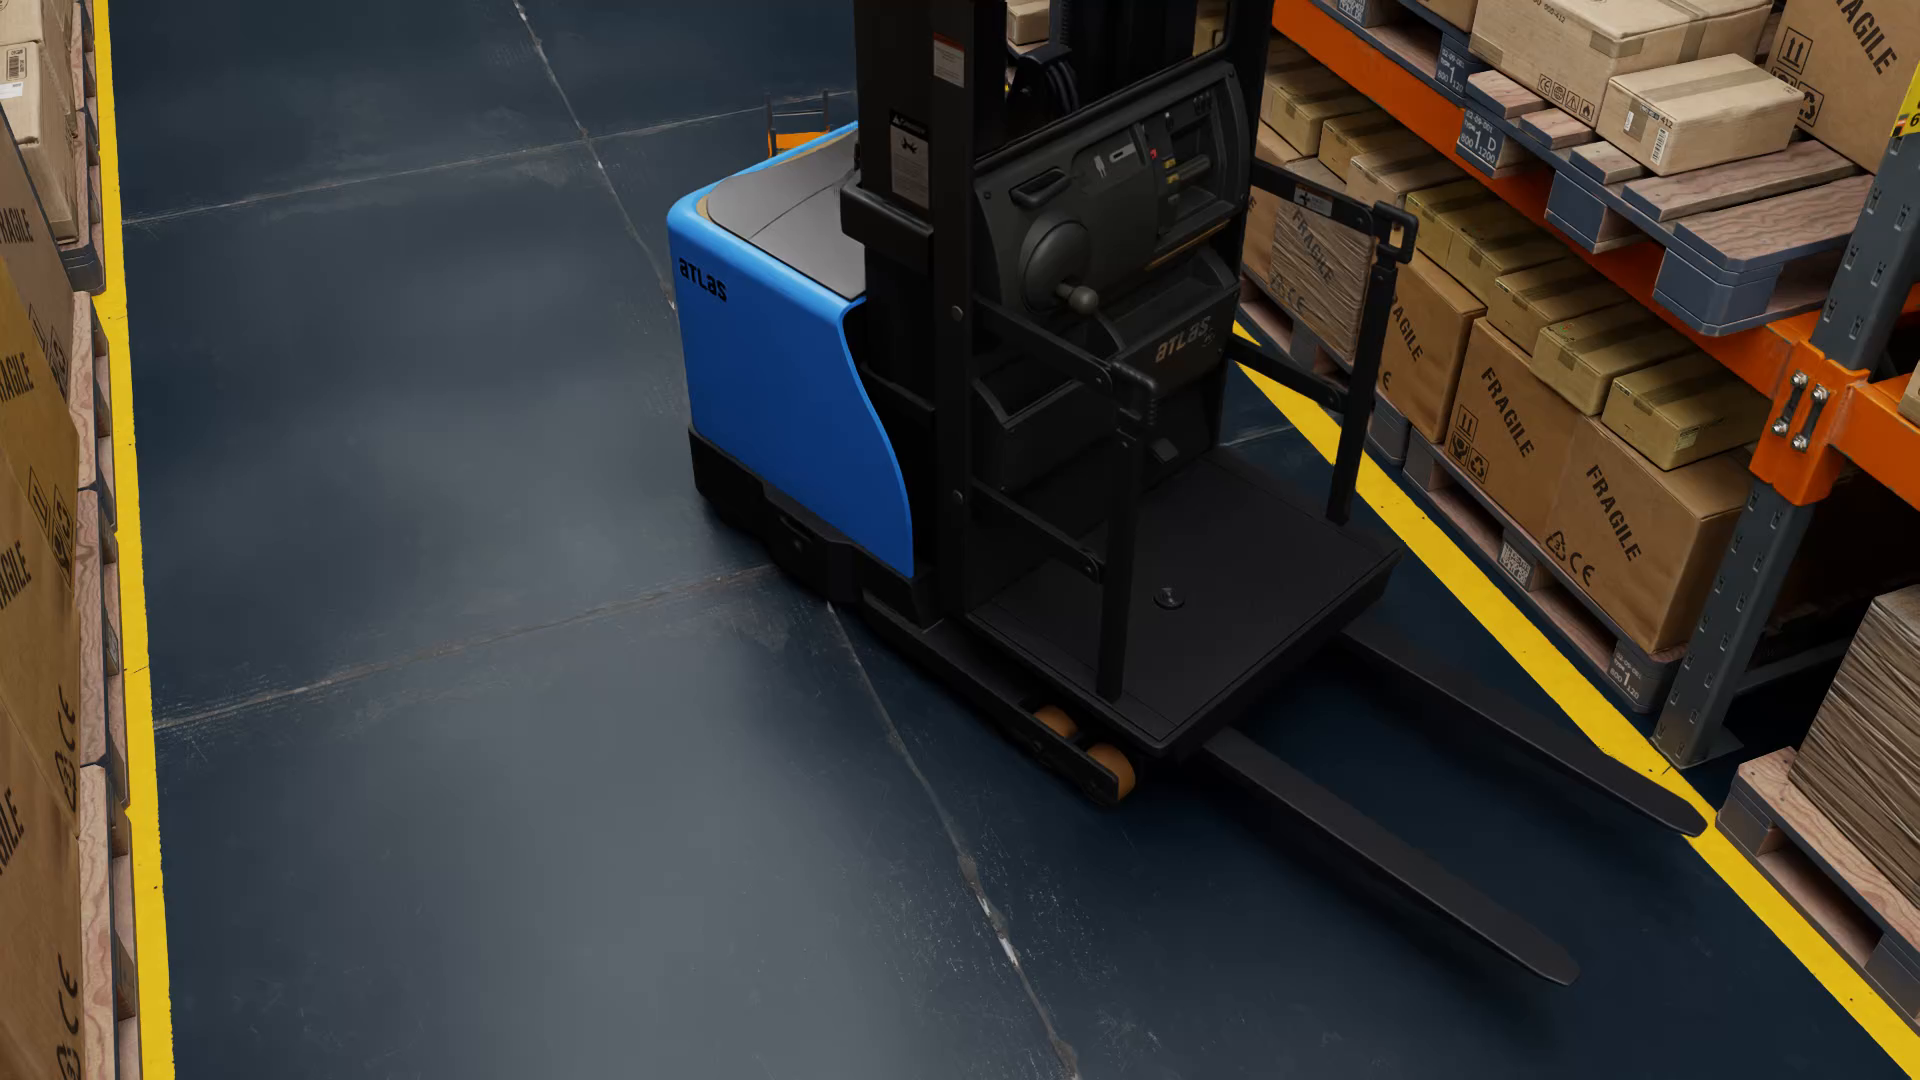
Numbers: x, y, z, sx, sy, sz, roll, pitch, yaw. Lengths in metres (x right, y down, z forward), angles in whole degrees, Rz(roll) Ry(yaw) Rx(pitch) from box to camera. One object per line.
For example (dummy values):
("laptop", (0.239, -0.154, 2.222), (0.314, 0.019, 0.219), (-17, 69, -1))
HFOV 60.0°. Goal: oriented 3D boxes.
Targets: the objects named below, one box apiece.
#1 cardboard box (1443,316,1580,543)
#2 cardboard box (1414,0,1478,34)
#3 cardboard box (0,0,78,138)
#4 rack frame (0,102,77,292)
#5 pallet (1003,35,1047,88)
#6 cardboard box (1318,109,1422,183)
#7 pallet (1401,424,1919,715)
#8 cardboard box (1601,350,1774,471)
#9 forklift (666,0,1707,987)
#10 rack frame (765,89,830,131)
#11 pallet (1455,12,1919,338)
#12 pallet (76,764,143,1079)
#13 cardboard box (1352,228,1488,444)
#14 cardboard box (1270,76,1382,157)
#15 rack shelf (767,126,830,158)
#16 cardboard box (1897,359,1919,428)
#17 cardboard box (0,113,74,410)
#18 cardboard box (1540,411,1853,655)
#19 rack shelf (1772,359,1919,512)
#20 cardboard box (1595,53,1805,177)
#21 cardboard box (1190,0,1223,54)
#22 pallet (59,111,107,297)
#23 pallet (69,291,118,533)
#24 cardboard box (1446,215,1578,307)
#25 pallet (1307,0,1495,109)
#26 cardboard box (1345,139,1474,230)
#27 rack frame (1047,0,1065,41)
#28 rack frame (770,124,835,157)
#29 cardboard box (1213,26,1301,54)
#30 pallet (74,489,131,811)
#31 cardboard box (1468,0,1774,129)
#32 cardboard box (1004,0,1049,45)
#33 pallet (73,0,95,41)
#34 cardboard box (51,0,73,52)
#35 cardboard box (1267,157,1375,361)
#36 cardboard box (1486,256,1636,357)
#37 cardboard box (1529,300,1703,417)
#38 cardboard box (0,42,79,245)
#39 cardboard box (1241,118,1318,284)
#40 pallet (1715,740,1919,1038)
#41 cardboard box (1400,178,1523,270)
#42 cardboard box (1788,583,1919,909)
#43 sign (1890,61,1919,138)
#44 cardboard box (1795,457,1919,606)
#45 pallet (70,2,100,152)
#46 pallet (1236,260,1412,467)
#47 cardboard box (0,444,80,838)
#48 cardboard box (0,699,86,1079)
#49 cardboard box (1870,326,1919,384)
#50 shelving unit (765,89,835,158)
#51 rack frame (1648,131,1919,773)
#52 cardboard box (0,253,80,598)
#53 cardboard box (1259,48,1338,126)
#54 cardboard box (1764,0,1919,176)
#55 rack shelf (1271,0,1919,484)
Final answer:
("cardboard box", (1.847, -0.383, 4.990), (0.500, 0.500, 0.500), (-16, 43, -17))
("cardboard box", (1.594, -1.802, 4.644), (0.797, 0.503, 0.637), (-16, 43, -18))
("cardboard box", (-4.210, -1.967, 6.880), (0.875, 0.438, 0.875), (-16, 43, -18))
("rack frame", (-3.725, -1.835, 5.084), (1.000, 3.000, 0.127), (-15, 43, -17))
("pallet", (0.597, -2.433, 7.917), (1.003, 0.211, 1.213), (-15, 43, -17))
("cardboard box", (1.438, -1.325, 5.587), (0.380, 0.149, 0.250), (-15, 43, -17))
("pallet", (2.139, -0.068, 5.168), (1.003, 0.211, 1.213), (-15, 43, -17))
("cardboard box", (1.967, -0.358, 4.463), (0.380, 0.149, 0.250), (-17, 44, -19))
("forklift", (0.541, -0.791, 3.921), (1.130, 2.935, 3.031), (-33, 50, -32))
("rack frame", (-0.521, -1.031, 5.644), (0.200, 1.050, 0.008), (-6, 41, -6))
("pallet", (2.066, -0.984, 4.241), (1.213, 0.211, 1.003), (-15, 43, -17))
("pallet", (-2.427, 1.138, 3.765), (1.003, 0.211, 1.213), (-15, 43, -17))
("cardboard box", (1.645, -0.698, 5.356), (0.500, 0.500, 0.500), (-13, 42, -15))
("cardboard box", (1.308, -1.480, 5.768), (0.380, 0.149, 0.250), (-14, 43, -15))
("rack shelf", (-0.503, -1.160, 5.374), (0.215, 0.259, 0.240), (-6, 41, -6))
("cardboard box", (2.334, -0.281, 3.392), (0.500, 0.250, 0.500), (-15, 43, -17))
("cardboard box", (-3.414, -0.836, 5.229), (0.875, 0.875, 0.875), (-14, 43, -16))
("cardboard box", (2.029, -0.079, 4.636), (0.500, 0.500, 0.500), (-14, 43, -16))
("rack shelf", (3.155, 0.811, 2.558), (1.077, 0.370, 4.000), (-15, 43, -17))
("cardboard box", (1.784, -1.030, 4.018), (0.380, 0.149, 0.250), (-14, 43, -16))
("cardboard box", (1.037, -1.952, 6.316), (0.380, 0.149, 0.250), (-17, 44, -19))
("pallet", (-3.944, -1.256, 6.548), (1.003, 0.211, 1.213), (-15, 43, -17))
("pallet", (-3.360, -0.332, 5.474), (1.003, 0.211, 1.213), (-15, 43, -17))
("cardboard box", (1.715, -0.855, 5.041), (0.380, 0.149, 0.250), (-14, 43, -16))
("pallet", (1.641, -1.764, 5.148), (1.003, 0.211, 1.213), (-15, 43, -17))
("cardboard box", (1.485, -1.164, 5.400), (0.380, 0.149, 0.250), (-17, 44, -19))
("rack frame", (0.859, -3.076, 6.526), (1.000, 3.000, 0.127), (-15, 43, -17))
("rack frame", (-0.485, -0.874, 5.461), (0.200, 1.050, 0.008), (-6, 41, -6))
("cardboard box", (1.154, -1.790, 6.128), (0.380, 0.149, 0.250), (-16, 43, -18))
("pallet", (-2.890, 0.404, 4.618), (1.003, 0.211, 1.213), (-15, 43, -17))
("cardboard box", (1.687, -1.324, 4.282), (0.500, 0.250, 0.500), (-17, 44, -19))
("cardboard box", (0.375, -2.417, 7.624), (0.380, 0.149, 0.250), (-16, 43, -18))
("pallet", (-4.878, -2.726, 8.258), (1.003, 0.211, 1.213), (-15, 43, -17))
("cardboard box", (-4.553, -2.511, 7.512), (0.875, 0.438, 0.875), (-14, 43, -16))
("cardboard box", (1.429, -1.006, 5.714), (0.500, 0.500, 0.500), (-17, 43, -18))
("cardboard box", (1.774, -0.684, 4.843), (0.380, 0.149, 0.250), (-16, 43, -18))
("cardboard box", (1.834, -0.515, 4.646), (0.380, 0.149, 0.250), (-17, 44, -19))
("cardboard box", (-3.866, -1.428, 6.253), (0.875, 0.438, 0.875), (-16, 43, -17))
("cardboard box", (1.236, -1.320, 6.079), (0.500, 0.500, 0.500), (-16, 43, -18))
("pallet", (2.669, 0.897, 4.046), (1.003, 0.211, 1.213), (-15, 43, -17))
("cardboard box", (1.619, -1.005, 5.216), (0.380, 0.149, 0.250), (-16, 43, -17))
("cardboard box", (2.616, 0.454, 3.921), (0.875, 0.625, 0.625), (-14, 43, -16))
("sign", (1.892, -0.934, 3.209), (0.100, 0.325, 0.005), (-15, 43, -17))
("cardboard box", (2.487, -0.202, 4.779), (0.500, 0.500, 0.500), (-14, 43, -15))
("pallet", (-4.415, -1.992, 7.404), (1.003, 0.211, 1.213), (-15, 43, -17))
("pallet", (1.676, -0.802, 6.021), (1.003, 0.211, 1.213), (-15, 43, -17))
("cardboard box", (-2.720, 0.245, 3.972), (0.875, 0.875, 0.875), (-15, 43, -16))
("cardboard box", (-2.382, 0.784, 3.346), (0.875, 0.875, 0.875), (-15, 43, -17))
("cardboard box", (2.478, -0.516, 4.647), (0.380, 0.149, 0.250), (-13, 42, -15))
("shelving unit", (-0.503, -0.953, 5.552), (0.215, 1.050, 0.252), (-6, 41, -6))
("rack frame", (2.390, -0.666, 3.724), (1.000, 3.000, 0.127), (-15, 43, -17))
("cardboard box", (-3.061, -0.293, 4.598), (0.875, 0.875, 0.875), (-14, 43, -16))
("cardboard box", (1.215, -1.630, 5.943), (0.380, 0.149, 0.250), (-15, 43, -17))
("cardboard box", (2.337, -1.213, 3.961), (0.500, 0.500, 0.500), (-13, 42, -15))
("rack shelf", (1.624, -1.598, 5.360), (1.077, 0.370, 4.000), (-15, 43, -17))
